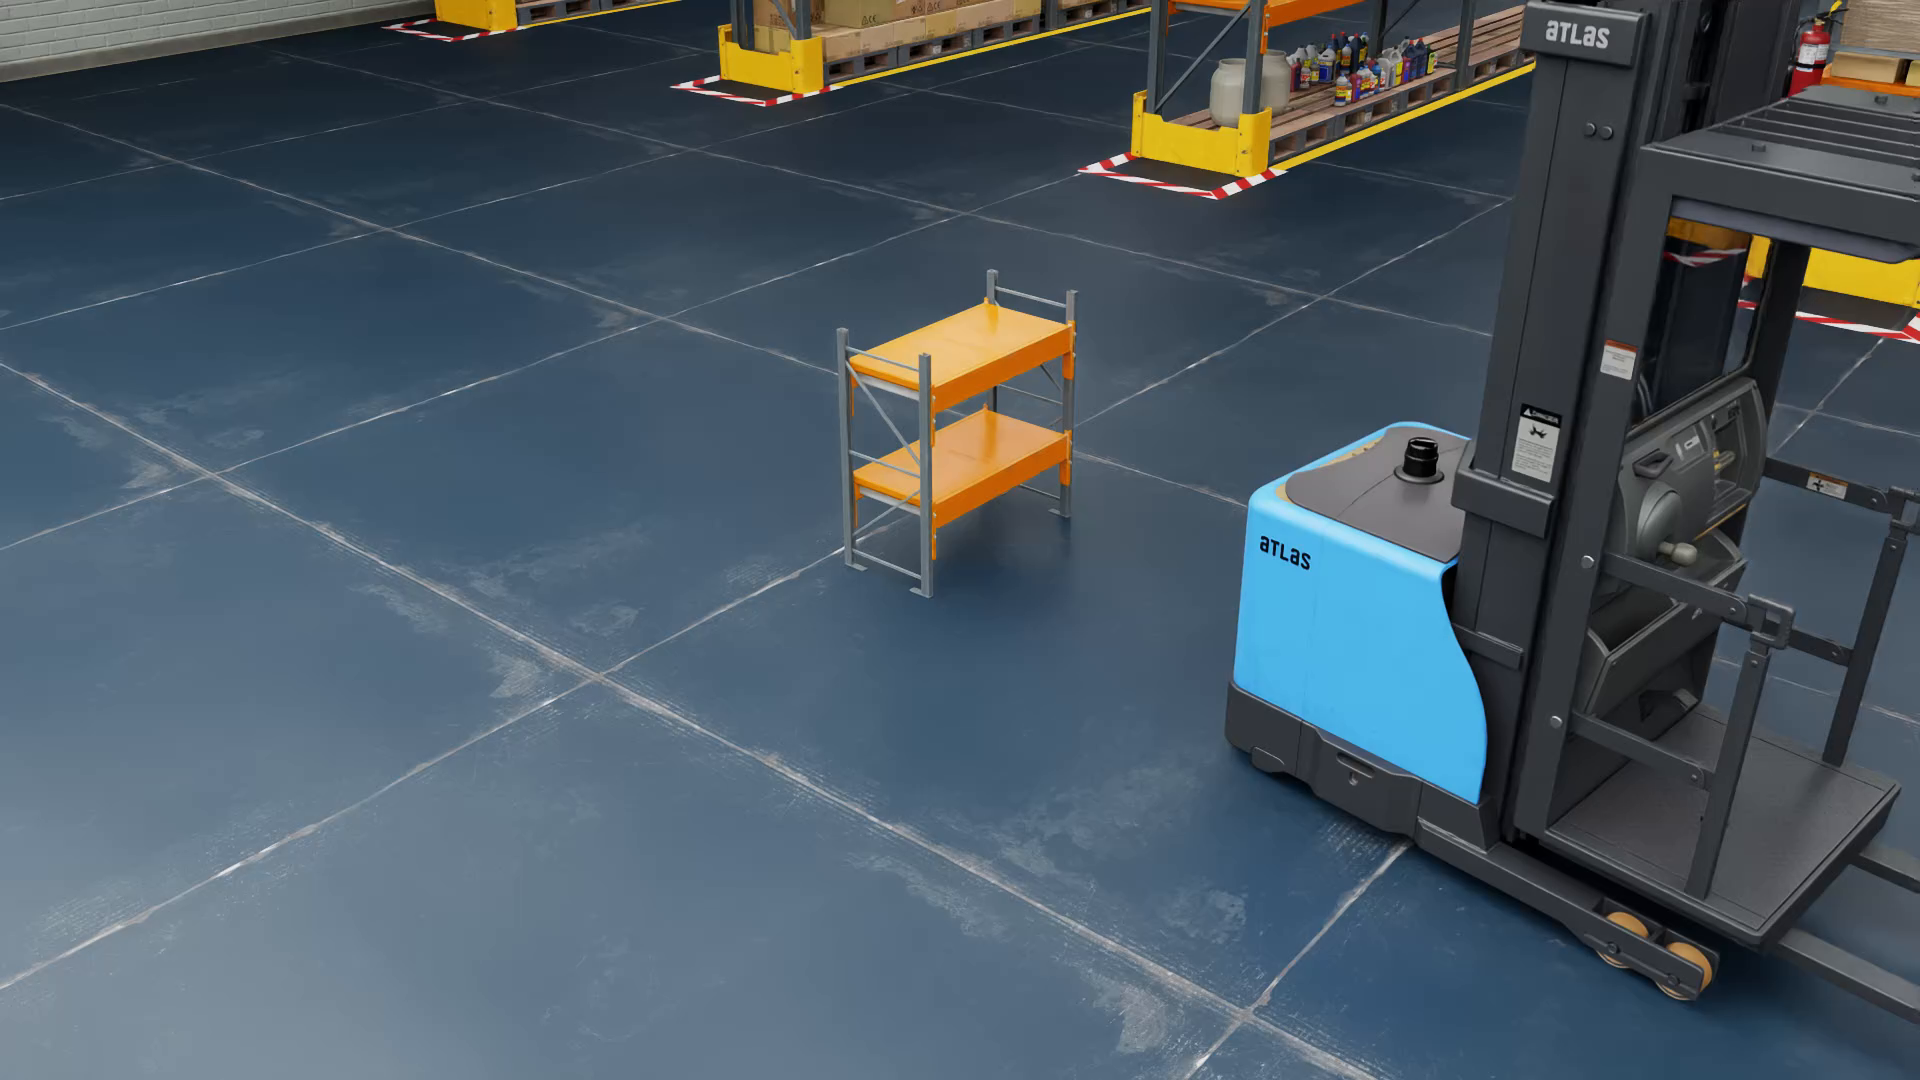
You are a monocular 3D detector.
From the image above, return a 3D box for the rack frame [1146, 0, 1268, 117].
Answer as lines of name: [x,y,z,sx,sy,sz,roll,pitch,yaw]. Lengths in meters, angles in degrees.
rack frame: [1.964,-4.434,13.056,1.000,3.000,0.127,21,34,34]

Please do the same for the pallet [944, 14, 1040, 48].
pallet: [0.150,-5.793,18.717,1.003,0.211,1.213,21,34,34]

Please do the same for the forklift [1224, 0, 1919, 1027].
forklift: [2.362,-0.174,4.897,1.130,2.935,3.031,-23,35,-38]

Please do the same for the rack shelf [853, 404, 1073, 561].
rack shelf: [0.004,-0.285,7.609,0.538,0.278,1.000,21,34,34]

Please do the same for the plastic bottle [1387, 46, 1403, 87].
plastic bottle: [3.994,-4.376,15.348,0.144,0.351,0.185,21,34,34]

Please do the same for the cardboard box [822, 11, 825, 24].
cardboard box: [-1.434,-5.305,17.276,0.500,0.250,0.500,21,34,34]

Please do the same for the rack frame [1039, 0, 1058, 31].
rack frame: [0.689,-7.301,18.598,1.000,3.000,0.127,21,34,34]

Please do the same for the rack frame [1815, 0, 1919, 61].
rack frame: [5.786,-2.986,10.258,1.000,3.000,0.127,21,34,34]

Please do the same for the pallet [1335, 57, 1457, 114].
pallet: [4.049,-4.387,16.001,1.003,0.211,1.213,21,34,34]

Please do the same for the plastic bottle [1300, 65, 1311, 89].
plastic bottle: [3.172,-4.266,15.299,0.097,0.201,0.097,0,27,0]

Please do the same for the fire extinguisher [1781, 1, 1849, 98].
fire extinguisher: [5.358,-3.046,10.457,0.296,0.674,0.183,21,34,34]

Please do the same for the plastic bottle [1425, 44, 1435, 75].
plastic bottle: [4.457,-4.574,15.804,0.061,0.283,0.133,23,35,37]

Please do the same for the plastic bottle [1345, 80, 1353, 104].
plastic bottle: [3.424,-3.975,14.735,0.097,0.201,0.097,0,27,0]

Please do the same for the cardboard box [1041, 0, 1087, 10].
cardboard box: [1.136,-6.337,19.270,0.500,0.250,0.500,20,33,33]

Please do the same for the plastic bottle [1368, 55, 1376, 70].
plastic bottle: [3.805,-4.320,15.314,0.061,0.283,0.133,21,34,34]

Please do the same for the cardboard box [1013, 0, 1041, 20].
cardboard box: [0.562,-6.038,18.692,0.500,0.250,0.500,21,34,34]

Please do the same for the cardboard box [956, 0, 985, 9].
cardboard box: [-0.080,-6.019,17.839,0.500,0.500,0.500,21,34,34]

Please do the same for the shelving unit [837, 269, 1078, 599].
shelving unit: [0.004,-0.502,7.496,0.538,1.125,1.048,21,34,34]

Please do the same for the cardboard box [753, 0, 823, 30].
cardboard box: [-1.744,-5.458,16.755,0.500,0.500,0.500,21,34,34]

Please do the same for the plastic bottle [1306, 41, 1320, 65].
plastic bottle: [3.284,-4.488,15.565,0.144,0.351,0.185,20,34,34]

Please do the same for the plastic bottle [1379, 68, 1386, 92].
plastic bottle: [3.833,-4.203,15.176,0.097,0.201,0.097,0,27,0]

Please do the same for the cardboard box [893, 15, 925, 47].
cardboard box: [-0.709,-5.328,17.321,0.500,0.250,0.500,21,34,34]

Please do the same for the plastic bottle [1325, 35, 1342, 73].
plastic bottle: [3.555,-4.639,15.857,0.144,0.351,0.185,19,33,32]

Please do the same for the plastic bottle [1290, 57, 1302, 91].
plastic bottle: [3.058,-4.252,15.183,0.061,0.283,0.133,21,34,34]

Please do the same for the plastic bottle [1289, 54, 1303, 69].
plastic bottle: [3.064,-4.329,15.339,0.152,0.276,0.135,20,33,33]

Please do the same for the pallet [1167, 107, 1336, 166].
pallet: [2.497,-3.522,14.329,1.003,0.211,1.213,21,34,34]

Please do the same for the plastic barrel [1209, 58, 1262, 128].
plastic barrel: [2.324,-3.771,14.025,0.421,0.512,0.421,0,27,0]

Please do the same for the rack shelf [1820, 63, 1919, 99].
rack shelf: [7.058,-3.376,11.794,1.077,0.370,4.000,21,34,34]

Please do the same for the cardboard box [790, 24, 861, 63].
cardboard box: [-1.343,-4.973,16.634,0.500,0.250,0.500,21,34,34]

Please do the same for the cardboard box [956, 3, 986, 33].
cardboard box: [-0.070,-5.682,18.004,0.500,0.250,0.500,21,34,34]

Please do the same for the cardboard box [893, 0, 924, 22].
cardboard box: [-0.718,-5.665,17.155,0.500,0.500,0.500,21,34,34]

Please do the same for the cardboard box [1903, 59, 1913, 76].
cardboard box: [5.968,-3.124,10.798,0.380,0.149,0.250,21,34,34]

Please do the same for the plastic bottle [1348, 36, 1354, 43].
plastic bottle: [3.783,-4.730,16.114,0.152,0.276,0.135,22,35,36]

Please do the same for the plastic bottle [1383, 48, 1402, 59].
plastic bottle: [4.069,-4.491,15.653,0.152,0.276,0.135,21,34,34]

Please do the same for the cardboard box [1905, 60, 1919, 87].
cardboard box: [6.151,-2.906,10.376,0.380,0.149,0.250,21,34,34]

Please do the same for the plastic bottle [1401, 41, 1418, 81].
plastic bottle: [4.199,-4.490,15.569,0.144,0.351,0.185,19,33,32]

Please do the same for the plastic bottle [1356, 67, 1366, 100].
plastic bottle: [3.576,-4.090,14.883,0.097,0.271,0.097,0,27,0]

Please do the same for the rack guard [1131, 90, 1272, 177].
rack guard: [1.976,-3.364,13.709,1.175,0.500,0.348,21,34,34]

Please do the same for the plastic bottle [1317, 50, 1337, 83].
plastic bottle: [3.415,-4.421,15.516,0.152,0.276,0.135,21,34,34]

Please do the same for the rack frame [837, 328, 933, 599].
rack frame: [-0.319,-0.322,7.148,0.500,1.125,0.032,21,34,34]

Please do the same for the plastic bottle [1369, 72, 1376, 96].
plastic bottle: [3.702,-4.130,15.036,0.097,0.201,0.097,0,27,0]

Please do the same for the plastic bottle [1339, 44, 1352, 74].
plastic bottle: [3.676,-4.584,15.837,0.097,0.271,0.097,0,27,0]

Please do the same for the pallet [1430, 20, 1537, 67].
pallet: [5.754,-5.338,17.838,1.003,0.211,1.213,21,34,34]

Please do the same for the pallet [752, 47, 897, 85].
pallet: [-1.402,-4.928,17.045,1.003,0.211,1.213,21,34,34]

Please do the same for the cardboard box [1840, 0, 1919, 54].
cardboard box: [6.157,-3.350,10.528,0.875,0.500,0.500,21,34,34]

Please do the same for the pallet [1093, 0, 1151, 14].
pallet: [1.903,-6.769,20.606,1.003,0.211,1.213,21,34,34]

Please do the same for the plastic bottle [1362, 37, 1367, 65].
plastic bottle: [3.865,-4.702,16.053,0.061,0.283,0.133,21,34,34]

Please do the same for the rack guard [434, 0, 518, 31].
rack guard: [-5.632,-6.246,19.279,1.175,0.500,0.348,21,34,34]
